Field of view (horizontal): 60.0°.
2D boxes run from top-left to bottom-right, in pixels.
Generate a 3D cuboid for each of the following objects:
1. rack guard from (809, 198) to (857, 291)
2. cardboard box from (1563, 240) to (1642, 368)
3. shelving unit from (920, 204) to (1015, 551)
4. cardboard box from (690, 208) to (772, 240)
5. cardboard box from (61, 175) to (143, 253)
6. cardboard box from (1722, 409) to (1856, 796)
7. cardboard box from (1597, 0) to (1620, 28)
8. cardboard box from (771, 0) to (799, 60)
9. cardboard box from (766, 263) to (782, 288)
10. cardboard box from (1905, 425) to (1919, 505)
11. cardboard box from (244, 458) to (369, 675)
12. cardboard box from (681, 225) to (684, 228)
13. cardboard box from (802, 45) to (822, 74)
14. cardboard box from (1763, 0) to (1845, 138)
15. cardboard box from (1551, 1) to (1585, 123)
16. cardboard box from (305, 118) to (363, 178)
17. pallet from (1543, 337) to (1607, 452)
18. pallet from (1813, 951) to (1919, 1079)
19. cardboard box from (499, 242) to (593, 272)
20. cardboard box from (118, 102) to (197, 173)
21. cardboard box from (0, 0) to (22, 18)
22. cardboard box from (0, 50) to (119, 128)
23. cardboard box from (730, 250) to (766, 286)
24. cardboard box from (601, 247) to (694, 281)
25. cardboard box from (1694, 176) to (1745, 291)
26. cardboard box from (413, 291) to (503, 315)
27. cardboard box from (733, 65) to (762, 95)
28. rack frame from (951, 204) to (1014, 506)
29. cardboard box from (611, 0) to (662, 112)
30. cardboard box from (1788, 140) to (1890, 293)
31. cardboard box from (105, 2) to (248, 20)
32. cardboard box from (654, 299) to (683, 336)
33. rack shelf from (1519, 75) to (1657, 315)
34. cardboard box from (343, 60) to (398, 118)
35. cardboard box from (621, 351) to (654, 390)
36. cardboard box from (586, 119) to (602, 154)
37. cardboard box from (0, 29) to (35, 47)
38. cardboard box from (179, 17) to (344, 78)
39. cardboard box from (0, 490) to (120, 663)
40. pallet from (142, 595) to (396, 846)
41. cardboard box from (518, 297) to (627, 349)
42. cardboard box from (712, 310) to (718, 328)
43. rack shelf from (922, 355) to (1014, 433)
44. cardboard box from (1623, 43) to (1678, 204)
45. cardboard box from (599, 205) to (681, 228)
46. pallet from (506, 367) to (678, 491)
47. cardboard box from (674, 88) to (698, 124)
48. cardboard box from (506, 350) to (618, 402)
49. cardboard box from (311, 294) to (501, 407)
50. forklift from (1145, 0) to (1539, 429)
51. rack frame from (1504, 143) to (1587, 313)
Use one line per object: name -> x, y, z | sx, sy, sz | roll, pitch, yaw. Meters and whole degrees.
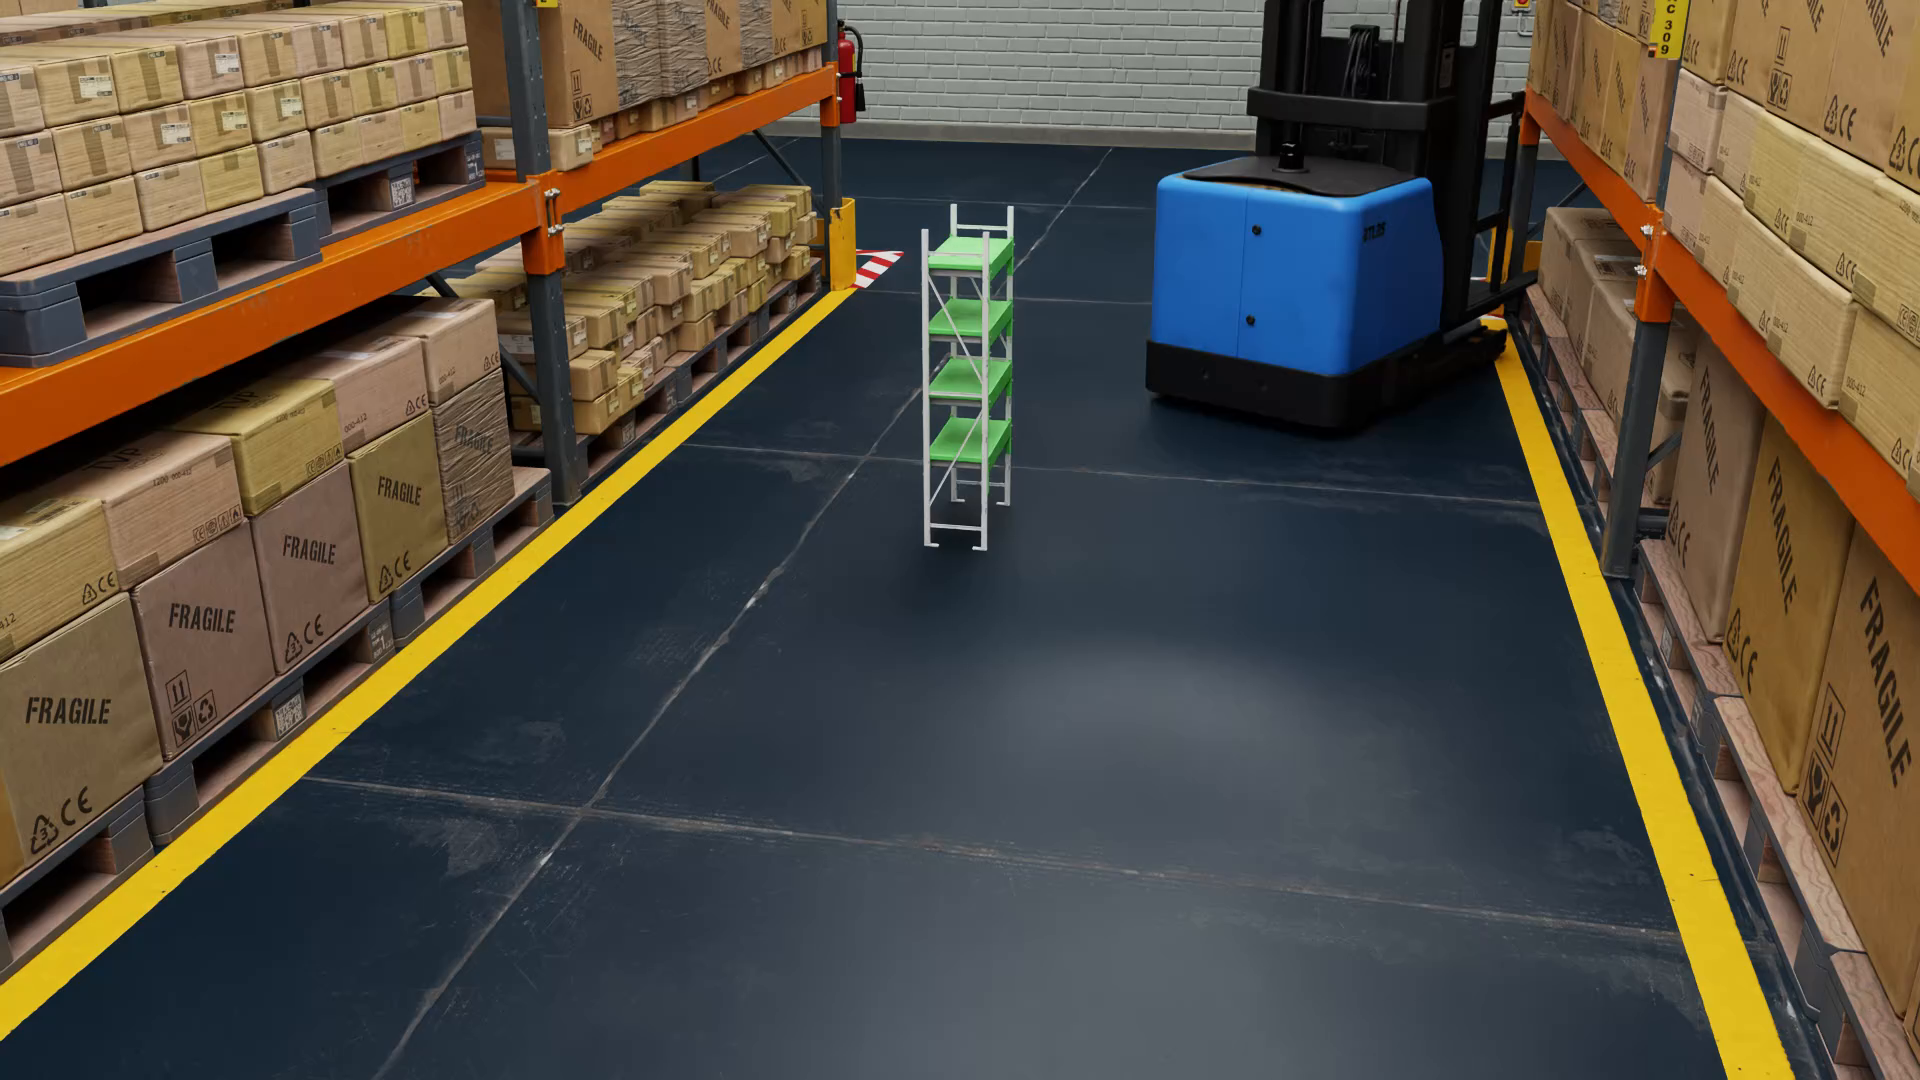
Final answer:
rack guard -> -1.240, -1.851, 10.281 | 1.175, 0.500, 0.348 | 4, 22, 11
cardboard box -> 3.426, -1.120, 7.987 | 0.875, 0.438, 0.875 | 5, 22, 12
shelving unit -> 0.034, -0.617, 6.280 | 0.258, 1.200, 0.503 | 4, 22, 11
cardboard box -> -1.236, -1.692, 8.997 | 0.380, 0.149, 0.250 | 4, 22, 9
cardboard box -> -2.300, -0.824, 4.159 | 0.380, 0.149, 0.250 | 5, 22, 12
cardboard box -> 2.600, 0.119, 4.324 | 0.875, 0.875, 0.875 | 5, 22, 12
cardboard box -> 2.858, -2.311, 6.604 | 0.500, 0.500, 0.500 | 5, 22, 12
cardboard box -> -1.175, -2.851, 8.885 | 0.500, 0.500, 0.500 | 4, 22, 10
cardboard box -> -1.220, -1.511, 9.343 | 0.380, 0.149, 0.250 | 4, 22, 11
cardboard box -> 1.947, -0.095, 2.776 | 0.500, 0.250, 0.500 | 5, 22, 12
cardboard box -> -2.159, 0.054, 4.988 | 0.500, 0.500, 0.500 | 4, 22, 10
cardboard box -> -1.658, -1.685, 9.377 | 0.380, 0.149, 0.250 | 5, 22, 12
cardboard box -> -1.015, -2.781, 9.580 | 0.380, 0.149, 0.250 | 4, 22, 11
cardboard box -> 2.273, -1.235, 3.932 | 0.500, 0.500, 0.500 | 4, 22, 10
cardboard box -> 3.065, -2.219, 7.714 | 0.500, 0.500, 0.500 | 4, 22, 11
cardboard box -> -2.085, -1.216, 5.131 | 0.380, 0.149, 0.250 | 3, 22, 8
pallet -> 3.304, -0.661, 7.713 | 1.003, 0.211, 1.213 | 4, 22, 11
pallet -> 2.244, 1.239, 2.996 | 1.003, 0.211, 1.213 | 4, 22, 11
cardboard box -> -2.029, -1.356, 8.164 | 0.380, 0.149, 0.250 | 4, 22, 9
cardboard box -> -2.250, -1.060, 4.347 | 0.380, 0.149, 0.250 | 5, 23, 13
cardboard box -> -6.003, -3.139, 9.935 | 0.500, 0.250, 0.500 | 4, 22, 10
cardboard box -> -2.307, -1.102, 4.052 | 0.380, 0.149, 0.250 | 5, 23, 13
cardboard box -> -1.251, -1.453, 8.803 | 0.380, 0.149, 0.250 | 5, 22, 12
cardboard box -> -1.513, -1.316, 8.065 | 0.380, 0.149, 0.250 | 4, 22, 9
cardboard box -> 2.373, -0.835, 4.614 | 0.500, 0.250, 0.500 | 4, 22, 10
cardboard box -> -2.210, -0.970, 7.205 | 0.380, 0.149, 0.250 | 5, 22, 12
cardboard box -> -1.250, -2.411, 8.661 | 0.380, 0.149, 0.250 | 3, 22, 9
rack frame -> 0.084, -0.706, 6.501 | 0.240, 1.200, 0.015 | 4, 22, 11
cardboard box -> -1.599, -2.103, 7.029 | 0.500, 0.500, 0.500 | 4, 22, 11
cardboard box -> 2.150, -0.698, 3.602 | 0.500, 0.250, 0.500 | 4, 22, 9
cardboard box -> -2.623, -1.718, 5.583 | 0.380, 0.149, 0.250 | 5, 22, 12
cardboard box -> -1.539, -1.083, 7.882 | 0.380, 0.149, 0.250 | 6, 23, 13
rack shelf -> 3.234, -1.633, 7.356 | 1.077, 0.370, 4.000 | 4, 22, 11
cardboard box -> -2.035, -1.444, 5.300 | 0.380, 0.149, 0.250 | 5, 23, 13
cardboard box -> -1.598, -0.749, 7.452 | 0.380, 0.149, 0.250 | 4, 22, 11
cardboard box -> -1.683, -1.638, 6.741 | 0.380, 0.149, 0.250 | 5, 22, 12
cardboard box -> -2.835, -1.348, 4.663 | 0.380, 0.149, 0.250 | 5, 23, 13
cardboard box -> -2.094, -1.479, 4.989 | 0.380, 0.149, 0.250 | 4, 22, 11
cardboard box -> -2.376, 0.085, 3.907 | 0.500, 0.250, 0.500 | 4, 22, 10
pallet -> -2.445, 0.450, 4.953 | 1.003, 0.211, 1.213 | 4, 22, 11
cardboard box -> -1.654, -0.930, 7.106 | 0.380, 0.149, 0.250 | 6, 23, 14
cardboard box -> -1.449, -1.136, 8.413 | 0.380, 0.149, 0.250 | 5, 22, 12
rack shelf -> 0.034, -0.558, 6.304 | 0.258, 0.148, 0.480 | 4, 22, 11
cardboard box -> 2.670, -1.471, 5.856 | 0.500, 0.500, 0.500 | 5, 22, 11
cardboard box -> -1.749, -1.732, 9.096 | 0.380, 0.149, 0.250 | 3, 22, 8
pallet -> -1.939, -0.530, 7.388 | 1.003, 0.211, 1.213 | 4, 22, 11
cardboard box -> -1.442, -2.023, 7.698 | 0.380, 0.149, 0.250 | 5, 23, 13
cardboard box -> -1.654, -0.694, 6.918 | 0.380, 0.149, 0.250 | 5, 23, 13
cardboard box -> -1.946, -0.667, 5.775 | 0.500, 0.250, 0.500 | 4, 22, 9
forklift -> 2.200, -2.339, 8.238 | 1.130, 2.935, 3.031 | 17, 27, 35
rack frame -> 3.642, -2.698, 9.038 | 1.000, 3.000, 0.127 | 4, 22, 11
